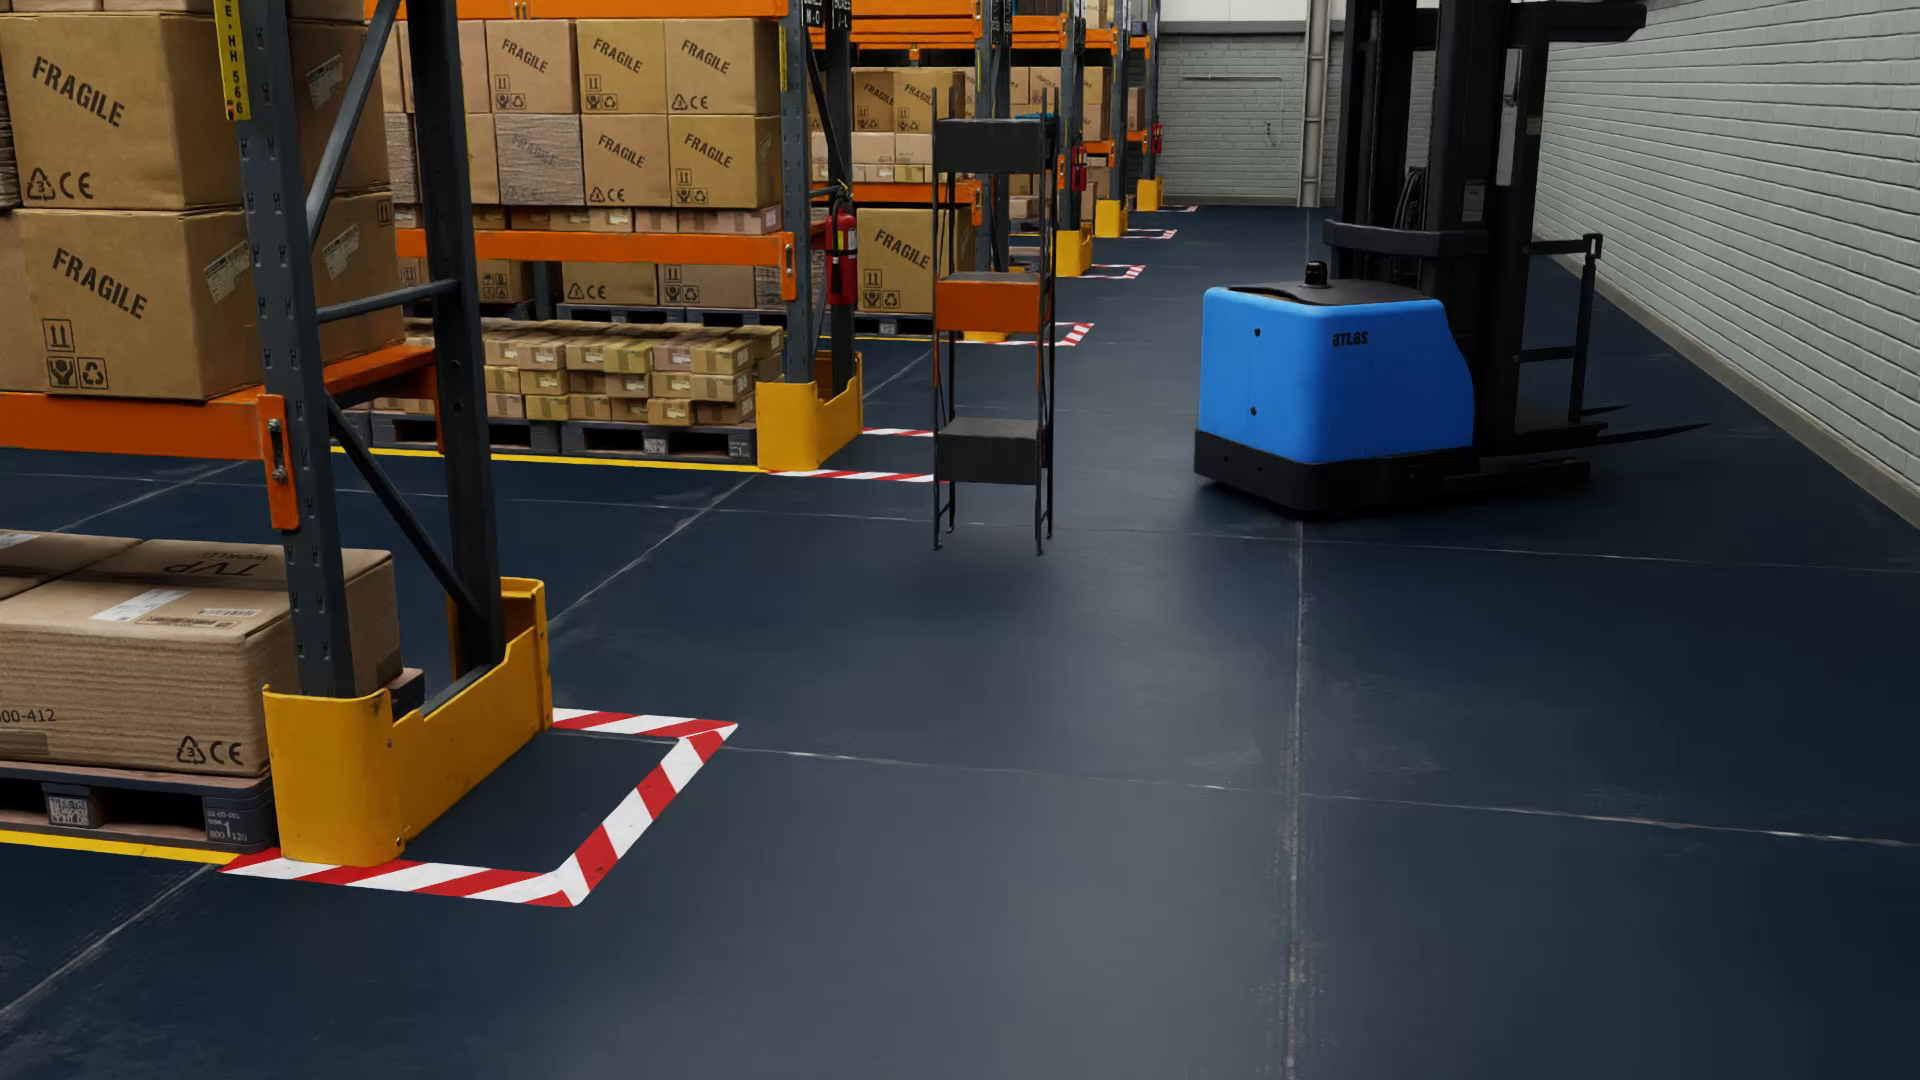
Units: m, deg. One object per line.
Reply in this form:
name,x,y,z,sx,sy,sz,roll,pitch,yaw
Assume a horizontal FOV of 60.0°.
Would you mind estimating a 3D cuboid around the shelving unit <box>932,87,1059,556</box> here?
shelving unit,0.162,-1.003,7.680,0.503,2.100,0.431,3,16,11

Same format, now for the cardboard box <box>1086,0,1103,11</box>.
cardboard box,1.704,-7.444,22.971,0.500,0.250,0.500,3,16,11

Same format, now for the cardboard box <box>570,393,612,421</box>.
cardboard box,-2.123,-0.821,9.891,0.250,0.149,0.380,3,16,12

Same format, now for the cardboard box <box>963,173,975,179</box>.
cardboard box,-0.002,-3.262,14.619,0.250,0.149,0.380,3,16,12

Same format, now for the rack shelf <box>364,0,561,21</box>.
rack shelf,-5.599,-4.696,15.054,4.000,0.370,1.077,3,16,11

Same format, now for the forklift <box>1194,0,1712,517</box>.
forklift,2.832,-1.778,8.919,3.031,2.935,1.130,-7,17,-25

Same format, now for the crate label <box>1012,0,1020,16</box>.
crate label,0.428,-6.081,18.985,0.502,0.251,0.408,3,16,11

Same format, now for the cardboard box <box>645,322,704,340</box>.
cardboard box,-1.768,-1.248,10.317,0.250,0.149,0.380,3,16,11

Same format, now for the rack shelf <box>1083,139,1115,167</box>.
rack shelf,0.298,-5.629,24.041,4.000,0.370,1.077,3,16,11

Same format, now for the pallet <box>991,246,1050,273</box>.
pallet,0.467,-3.284,19.451,1.213,0.211,1.003,3,16,11

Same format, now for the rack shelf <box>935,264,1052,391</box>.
rack shelf,0.162,-0.990,7.684,0.480,0.518,0.431,3,16,11

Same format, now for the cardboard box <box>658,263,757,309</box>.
cardboard box,-2.127,-2.565,14.827,0.875,0.875,0.875,3,16,11

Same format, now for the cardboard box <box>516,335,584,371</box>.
cardboard box,-2.406,-1.102,9.790,0.250,0.149,0.380,4,16,13

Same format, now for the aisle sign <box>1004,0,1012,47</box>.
aisle sign,0.411,-4.605,14.128,0.004,0.787,0.394,3,16,11

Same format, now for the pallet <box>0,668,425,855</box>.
pallet,-2.493,0.636,5.299,1.213,0.211,1.003,3,16,11

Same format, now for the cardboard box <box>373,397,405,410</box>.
cardboard box,-3.390,-0.904,10.191,0.250,0.149,0.380,2,16,9

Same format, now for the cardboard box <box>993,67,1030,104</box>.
cardboard box,0.763,-6.404,23.431,0.500,0.500,0.500,4,16,13

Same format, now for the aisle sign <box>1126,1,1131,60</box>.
aisle sign,2.384,-7.195,23.478,0.004,0.787,0.394,3,16,11

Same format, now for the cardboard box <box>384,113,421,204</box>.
cardboard box,-3.319,-2.237,9.704,0.500,0.500,0.500,3,16,10

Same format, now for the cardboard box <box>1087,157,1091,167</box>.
cardboard box,2.123,-6.459,28.371,0.250,0.149,0.380,4,16,13

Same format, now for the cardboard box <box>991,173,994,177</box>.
cardboard box,0.526,-6.281,28.945,0.500,0.500,0.700,3,16,11

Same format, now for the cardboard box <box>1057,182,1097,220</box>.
cardboard box,1.676,-4.841,23.707,0.500,0.500,0.500,3,16,11

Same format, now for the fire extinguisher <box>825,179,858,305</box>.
fire extinguisher,-0.652,-1.635,9.117,0.183,0.674,0.296,3,16,11

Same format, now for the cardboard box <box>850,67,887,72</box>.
cardboard box,-1.256,-6.513,23.826,0.500,0.500,0.500,4,16,13

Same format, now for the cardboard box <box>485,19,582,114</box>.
cardboard box,-2.313,-2.671,9.396,0.500,0.500,0.500,4,16,14

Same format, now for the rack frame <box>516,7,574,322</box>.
rack frame,-3.639,-3.491,14.974,0.127,3.000,1.000,3,16,11

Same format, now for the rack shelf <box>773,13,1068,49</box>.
rack shelf,-0.692,-5.779,18.963,4.000,0.370,1.077,3,16,11

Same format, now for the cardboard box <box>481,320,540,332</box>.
cardboard box,-2.812,-1.271,10.400,0.250,0.149,0.380,3,16,11

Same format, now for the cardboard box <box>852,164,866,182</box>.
cardboard box,-0.880,-3.130,14.144,0.250,0.149,0.380,3,16,12

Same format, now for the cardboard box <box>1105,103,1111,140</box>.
cardboard box,1.876,-6.010,23.881,0.500,0.500,0.500,3,16,12

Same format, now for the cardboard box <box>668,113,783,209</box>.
cardboard box,-1.299,-2.134,9.331,0.500,0.500,0.500,3,16,12

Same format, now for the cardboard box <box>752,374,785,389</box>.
cardboard box,-1.257,-0.926,10.269,0.250,0.149,0.380,3,16,12

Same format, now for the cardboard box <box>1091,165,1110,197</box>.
cardboard box,2.536,-6.174,28.557,0.500,0.500,0.700,3,16,11

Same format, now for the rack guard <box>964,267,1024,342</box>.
rack guard,0.304,-2.072,14.535,0.348,0.500,1.175,3,16,11

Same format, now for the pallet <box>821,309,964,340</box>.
pallet,-0.519,-1.956,14.658,1.213,0.211,1.003,3,16,11

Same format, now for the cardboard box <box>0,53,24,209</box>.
cardboard box,-2.732,-1.199,4.641,0.500,0.500,0.500,3,16,11

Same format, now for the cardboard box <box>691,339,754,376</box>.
cardboard box,-1.376,-1.063,9.649,0.250,0.149,0.380,3,16,12

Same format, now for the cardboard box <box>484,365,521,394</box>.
cardboard box,-2.648,-0.981,9.910,0.250,0.149,0.380,4,16,14

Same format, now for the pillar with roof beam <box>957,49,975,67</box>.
pillar with roof beam,-0.678,-9.332,24.824,0.400,9.000,9.100,3,16,11

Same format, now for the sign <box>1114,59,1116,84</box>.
sign,2.128,-6.435,22.844,0.005,0.325,0.100,3,16,11

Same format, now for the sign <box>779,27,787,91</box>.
sign,-0.937,-2.552,8.824,0.005,0.325,0.100,3,16,11

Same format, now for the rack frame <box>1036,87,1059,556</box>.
rack frame,0.401,-0.990,7.633,0.015,2.100,0.400,3,16,11

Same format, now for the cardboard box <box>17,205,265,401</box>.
cardboard box,-2.220,-0.690,4.676,0.500,0.500,0.500,3,16,11

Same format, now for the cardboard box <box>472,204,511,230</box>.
cardboard box,-2.691,-1.909,9.737,0.250,0.149,0.380,3,16,12

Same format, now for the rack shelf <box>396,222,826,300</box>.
rack shelf,-2.767,-1.745,10.021,4.000,0.370,1.077,3,16,11

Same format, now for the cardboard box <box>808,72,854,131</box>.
cardboard box,-1.135,-3.859,14.623,0.500,0.500,0.500,3,16,10

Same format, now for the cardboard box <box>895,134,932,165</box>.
cardboard box,-0.247,-3.305,14.029,0.500,0.250,0.500,3,16,10

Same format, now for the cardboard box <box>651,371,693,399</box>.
cardboard box,-1.626,-0.939,9.759,0.250,0.149,0.380,3,16,10

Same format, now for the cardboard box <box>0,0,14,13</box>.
cardboard box,-2.609,-1.494,4.490,0.250,0.149,0.380,3,16,11

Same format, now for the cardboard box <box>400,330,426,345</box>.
cardboard box,-3.421,-1.168,10.027,0.250,0.149,0.380,3,16,12

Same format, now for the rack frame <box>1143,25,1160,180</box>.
rack frame,3.242,-7.165,28.239,0.127,3.000,1.000,3,16,11

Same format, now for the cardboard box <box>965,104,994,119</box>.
cardboard box,0.274,-5.951,23.670,0.500,0.500,0.500,3,16,10

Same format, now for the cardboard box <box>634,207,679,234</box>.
cardboard box,-1.668,-1.840,9.488,0.250,0.149,0.380,3,16,11
